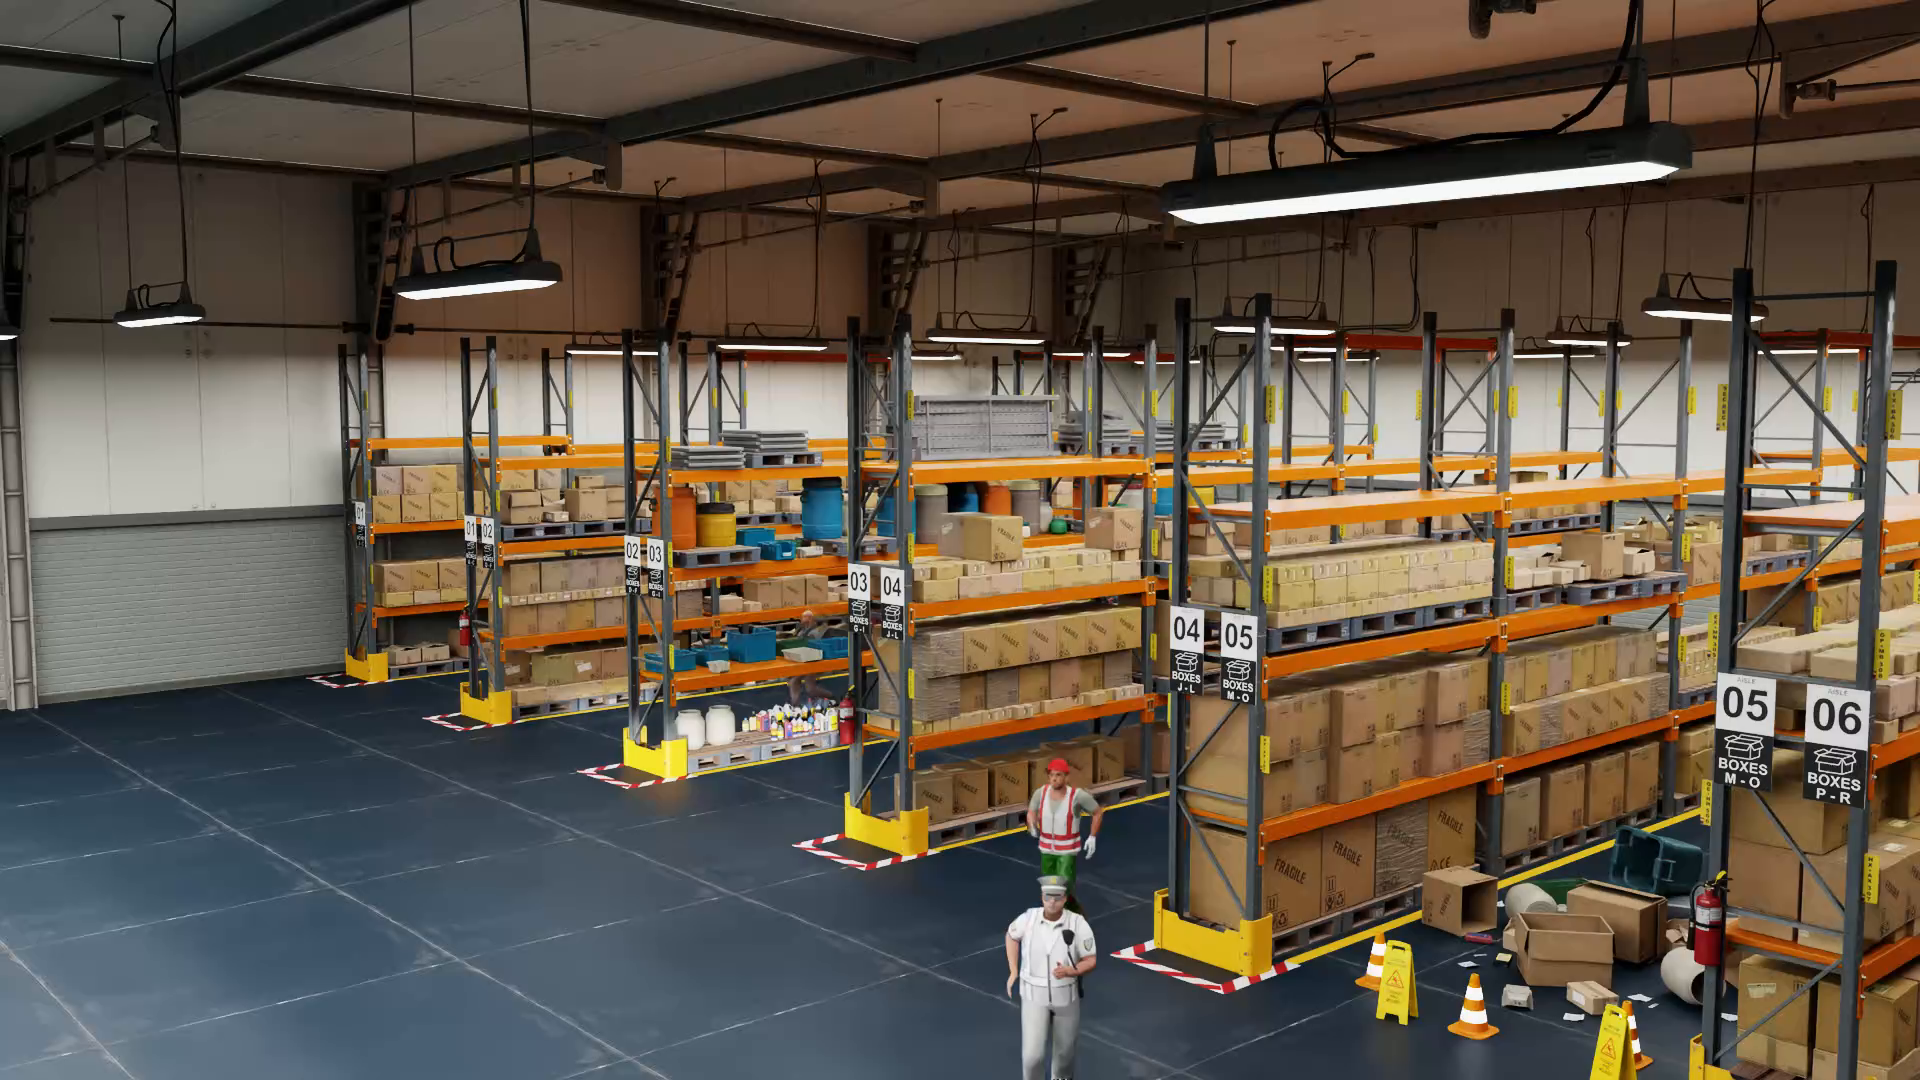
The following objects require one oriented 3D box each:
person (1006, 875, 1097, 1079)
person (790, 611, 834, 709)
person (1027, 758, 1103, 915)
[{"bbox_3d":[0.639,3.249,11.690,0.637,1.848,0.764,0,5,2],"label":"person"},{"bbox_3d":[-2.422,1.960,26.292,0.896,1.698,0.668,-5,7,-42],"label":"person"},{"bbox_3d":[0.932,2.897,15.429,0.694,1.788,0.947,3,6,28],"label":"person"}]
